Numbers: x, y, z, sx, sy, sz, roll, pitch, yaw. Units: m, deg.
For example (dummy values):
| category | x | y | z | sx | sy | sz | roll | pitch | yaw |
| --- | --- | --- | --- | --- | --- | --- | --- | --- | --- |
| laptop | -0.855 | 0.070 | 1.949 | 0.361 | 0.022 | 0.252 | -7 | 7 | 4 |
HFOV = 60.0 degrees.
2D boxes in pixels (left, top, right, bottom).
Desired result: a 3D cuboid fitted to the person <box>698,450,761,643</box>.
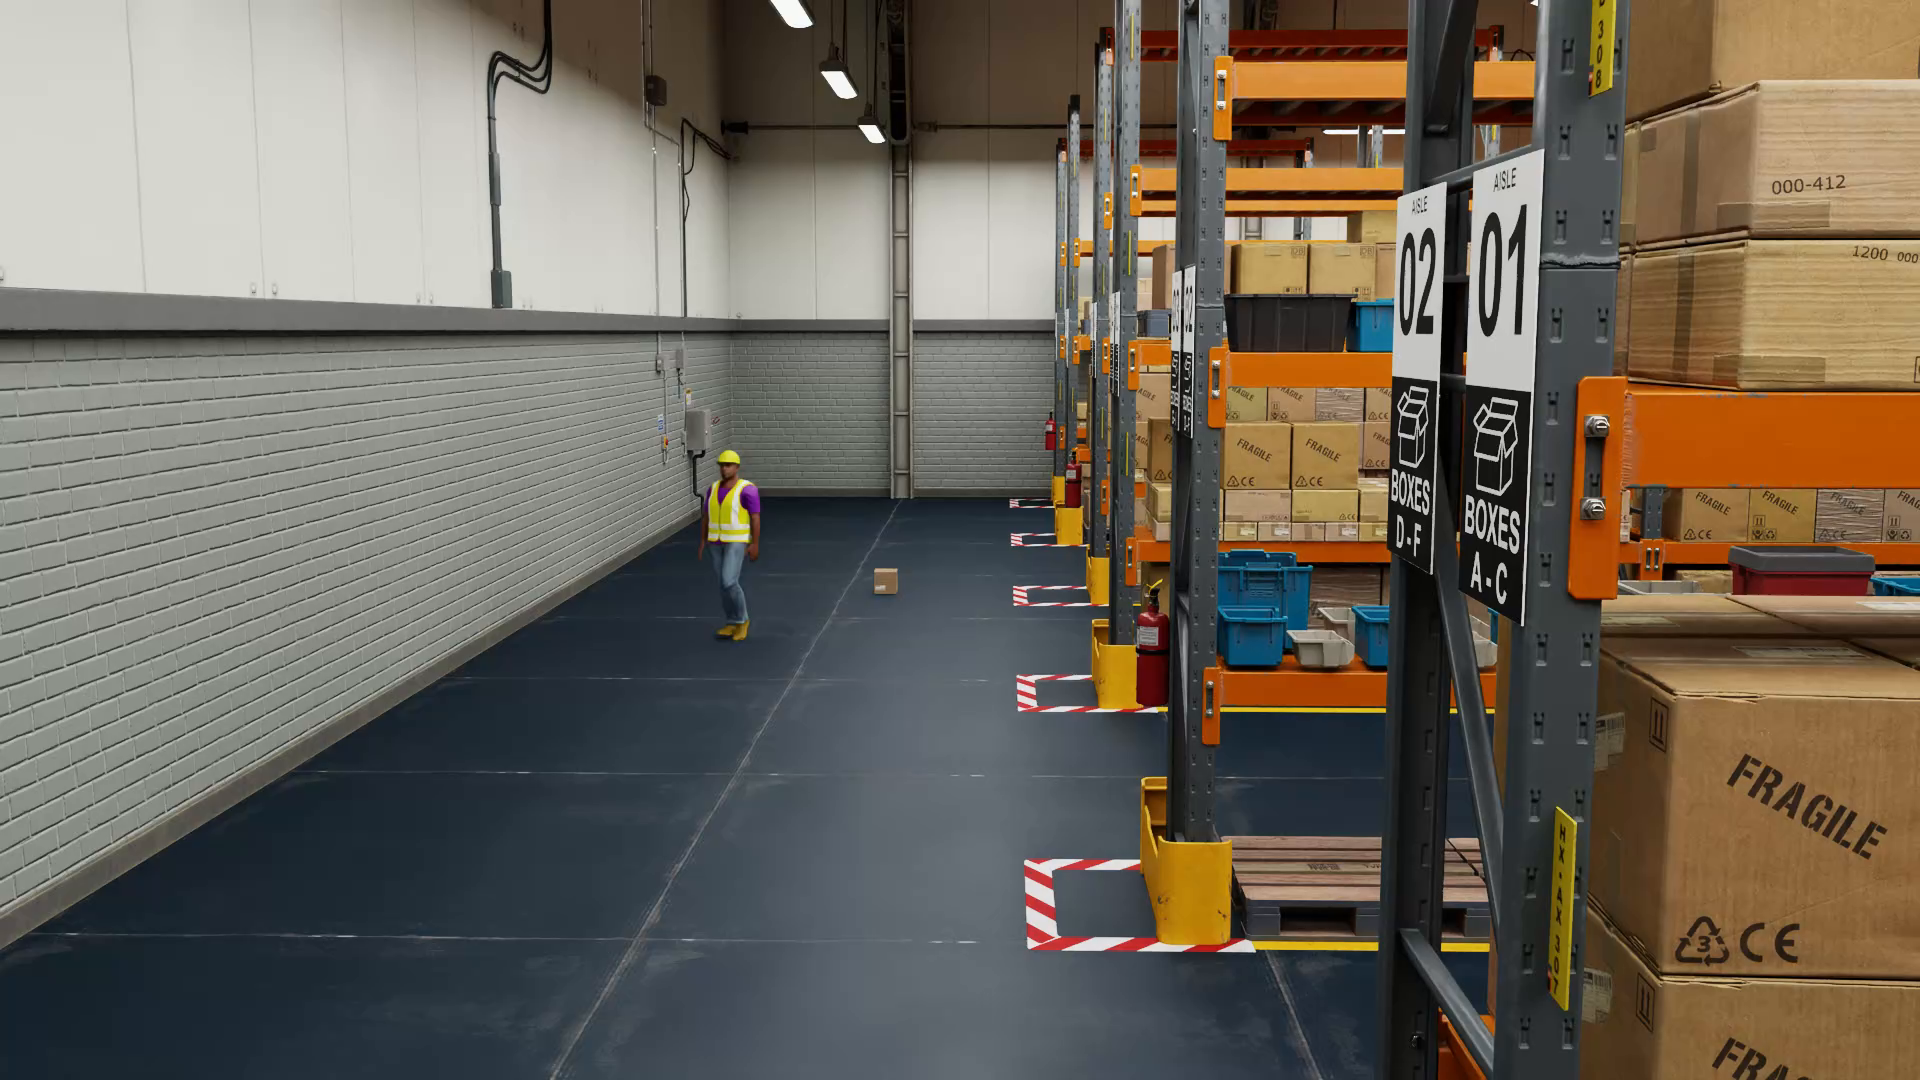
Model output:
| category | x | y | z | sx | sy | sz | roll | pitch | yaw |
| --- | --- | --- | --- | --- | --- | --- | --- | --- | --- |
| person | -2.201 | 0.058 | 15.663 | 0.566 | 1.799 | 0.468 | 4 | 8 | 29 |
